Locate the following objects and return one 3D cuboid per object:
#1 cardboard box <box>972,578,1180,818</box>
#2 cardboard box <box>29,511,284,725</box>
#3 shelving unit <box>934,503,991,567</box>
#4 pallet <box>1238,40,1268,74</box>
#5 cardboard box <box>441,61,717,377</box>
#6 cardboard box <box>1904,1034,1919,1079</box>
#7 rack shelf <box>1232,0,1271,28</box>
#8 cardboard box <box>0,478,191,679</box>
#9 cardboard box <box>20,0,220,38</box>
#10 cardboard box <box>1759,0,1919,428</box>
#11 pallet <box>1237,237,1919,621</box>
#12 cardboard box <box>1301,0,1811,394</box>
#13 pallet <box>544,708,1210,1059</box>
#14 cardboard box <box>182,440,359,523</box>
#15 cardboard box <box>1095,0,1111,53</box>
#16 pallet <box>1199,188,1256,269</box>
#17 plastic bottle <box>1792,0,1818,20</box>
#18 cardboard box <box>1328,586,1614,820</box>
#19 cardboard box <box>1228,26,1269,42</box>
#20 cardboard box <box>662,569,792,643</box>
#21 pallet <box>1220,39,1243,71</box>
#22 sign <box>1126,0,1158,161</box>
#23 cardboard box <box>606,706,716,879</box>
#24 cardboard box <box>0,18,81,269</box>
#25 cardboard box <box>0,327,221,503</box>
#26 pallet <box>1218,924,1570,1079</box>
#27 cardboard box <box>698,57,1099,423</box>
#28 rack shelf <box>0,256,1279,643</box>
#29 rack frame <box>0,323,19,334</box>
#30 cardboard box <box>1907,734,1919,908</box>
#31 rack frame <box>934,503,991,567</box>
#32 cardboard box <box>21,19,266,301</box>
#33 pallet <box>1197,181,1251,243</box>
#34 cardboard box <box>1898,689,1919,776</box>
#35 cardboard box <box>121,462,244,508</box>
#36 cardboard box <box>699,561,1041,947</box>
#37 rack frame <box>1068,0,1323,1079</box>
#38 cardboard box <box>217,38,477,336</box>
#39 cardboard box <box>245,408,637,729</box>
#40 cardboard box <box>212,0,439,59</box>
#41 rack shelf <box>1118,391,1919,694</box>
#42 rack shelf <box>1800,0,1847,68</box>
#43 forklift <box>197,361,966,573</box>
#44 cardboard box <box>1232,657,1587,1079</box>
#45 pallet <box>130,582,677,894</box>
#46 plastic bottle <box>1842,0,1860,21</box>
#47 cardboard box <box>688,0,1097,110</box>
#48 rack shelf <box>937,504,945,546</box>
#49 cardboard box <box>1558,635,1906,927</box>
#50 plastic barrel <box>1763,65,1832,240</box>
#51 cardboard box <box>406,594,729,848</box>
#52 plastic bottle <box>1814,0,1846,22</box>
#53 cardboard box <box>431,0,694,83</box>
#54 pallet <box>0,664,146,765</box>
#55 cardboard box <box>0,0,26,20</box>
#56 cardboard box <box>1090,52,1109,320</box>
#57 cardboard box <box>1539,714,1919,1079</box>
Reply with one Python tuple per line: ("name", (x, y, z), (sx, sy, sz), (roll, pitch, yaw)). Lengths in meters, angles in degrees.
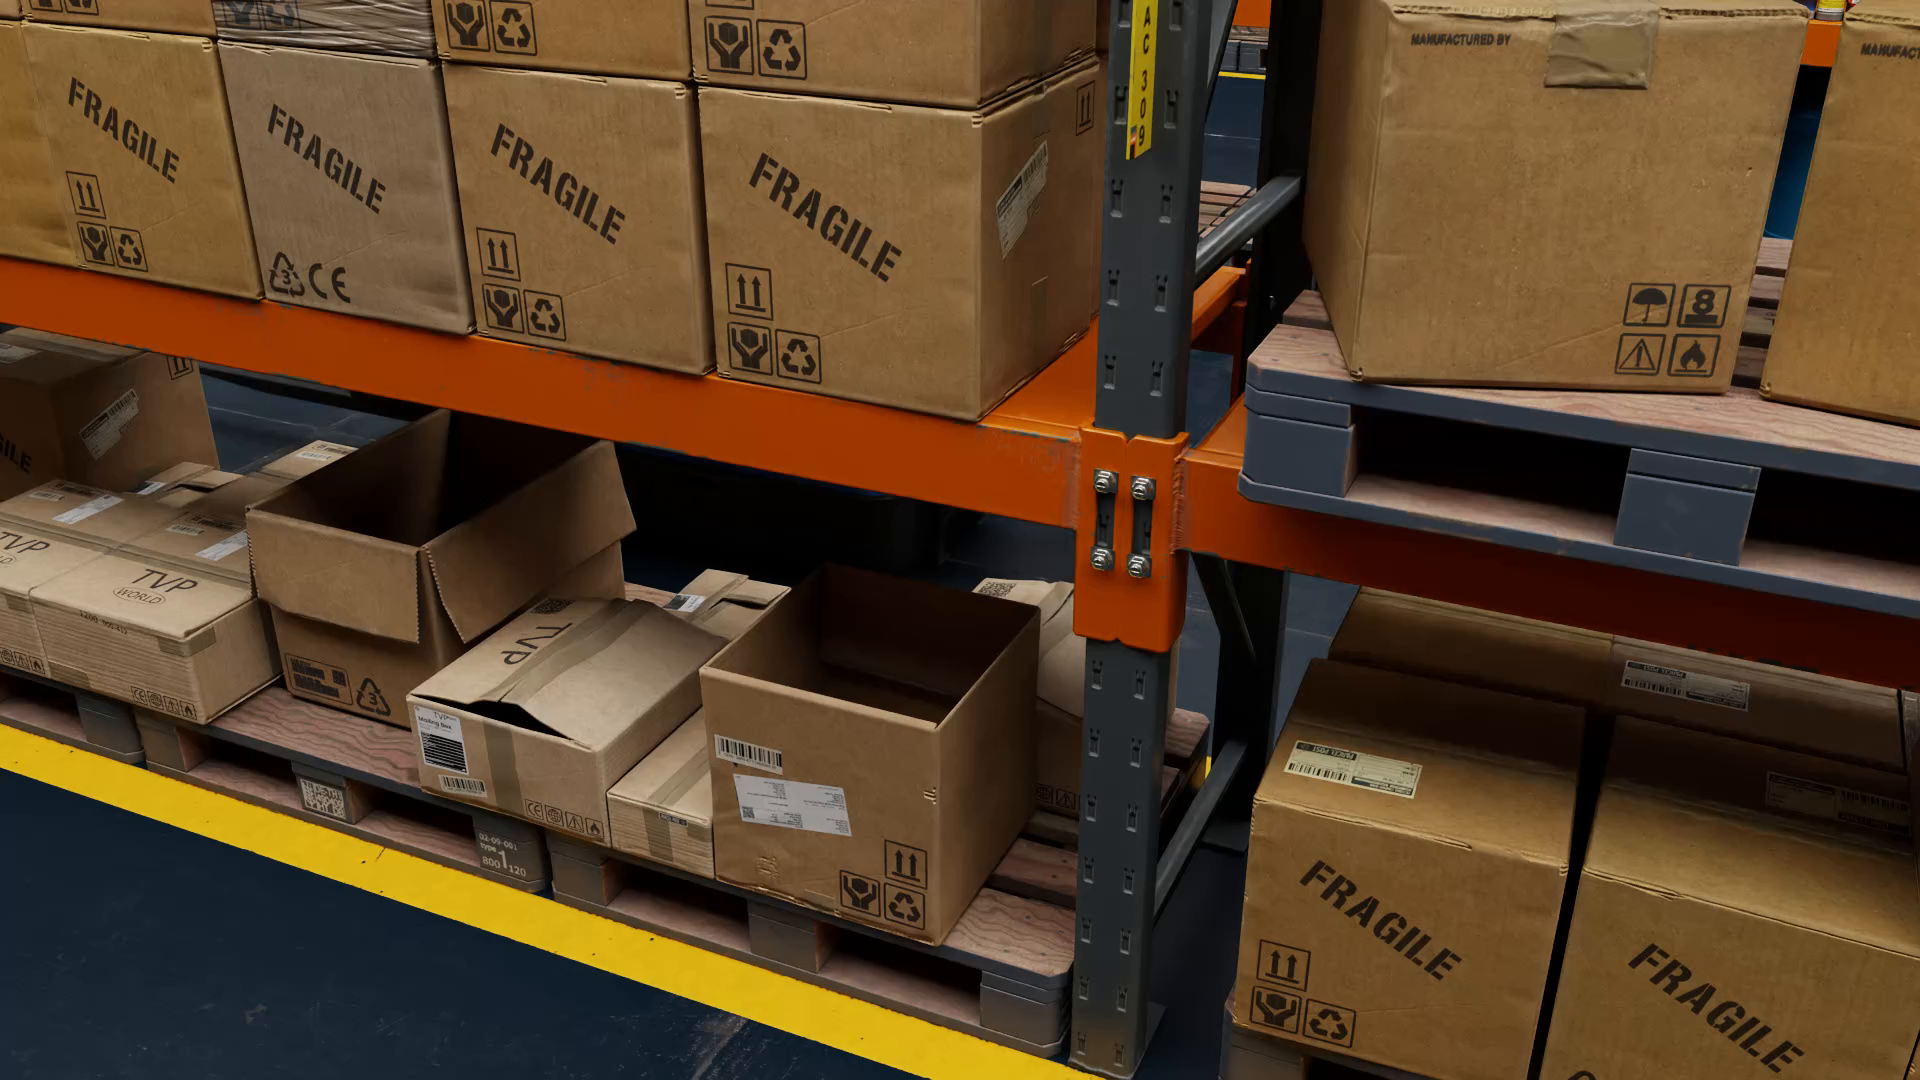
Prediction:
("cardboard box", (0.179, 0.322, 3.747), (0.500, 0.311, 0.500), (11, 28, 22))
("cardboard box", (-1.882, 0.178, 4.108), (0.500, 0.250, 0.500), (11, 28, 22))
("shelving unit", (0.234, -0.895, 4.691), (0.503, 2.100, 0.431), (11, 28, 22))
("pallet", (2.801, -3.648, 12.420), (1.213, 0.211, 1.003), (11, 28, 22))
("cardboard box", (-0.560, -0.650, 3.062), (0.500, 0.500, 0.500), (12, 29, 23))
("cardboard box", (1.753, 0.774, 2.613), (0.500, 0.500, 0.500), (12, 29, 22))
("rack shelf", (0.705, -2.557, 7.863), (4.000, 0.370, 1.077), (11, 28, 22))
("cardboard box", (-2.337, 0.086, 4.294), (0.500, 0.250, 0.500), (11, 28, 22))
("cardboard box", (-1.480, -1.283, 3.214), (0.500, 0.500, 0.500), (11, 28, 21))
("cardboard box", (1.462, -0.480, 2.240), (0.500, 0.500, 0.700), (16, 31, 30))
("pallet", (1.154, -0.247, 2.574), (1.213, 0.211, 1.003), (11, 28, 22))
("cardboard box", (0.810, -0.580, 2.444), (0.500, 0.500, 0.700), (2, 26, 4))
("pallet", (-0.153, 0.602, 3.789), (1.213, 0.211, 1.003), (11, 28, 22))
("cardboard box", (-1.721, -0.032, 4.535), (0.500, 0.250, 0.500), (11, 28, 22))
("cardboard box", (0.159, -1.216, 3.079), (0.500, 0.500, 0.500), (12, 29, 23))
("pallet", (1.840, -1.382, 7.819), (1.213, 0.211, 1.003), (11, 28, 22))
("plastic bottle", (3.216, -2.120, 6.305), (0.097, 0.271, 0.097), (0, 26, 0))
("cardboard box", (1.039, 0.376, 3.423), (0.500, 0.500, 0.500), (11, 28, 22))
("cardboard box", (2.378, -4.221, 12.358), (0.875, 0.875, 0.875), (11, 28, 22))
("cardboard box", (-0.613, 0.232, 4.092), (0.250, 0.166, 0.380), (11, 28, 22))
("pallet", (1.694, -3.872, 12.875), (1.213, 0.211, 1.003), (11, 28, 22))
("sign", (0.254, -0.692, 2.280), (0.005, 0.325, 0.100), (11, 28, 22))
("cardboard box", (-0.531, 0.524, 3.520), (0.250, 0.149, 0.380), (11, 28, 22))
("cardboard box", (-1.948, -0.927, 3.625), (0.500, 0.500, 0.500), (11, 28, 22))
("cardboard box", (-2.573, -0.330, 4.857), (0.500, 0.500, 0.500), (11, 28, 22))
("pallet", (1.227, 0.861, 3.262), (1.213, 0.211, 1.003), (11, 28, 22))
("cardboard box", (-0.090, -0.557, 2.871), (0.500, 0.500, 0.500), (12, 29, 23))
("rack shelf", (-1.349, -0.566, 3.819), (4.000, 0.370, 1.077), (11, 28, 22))
("rack frame", (-3.170, -1.255, 4.403), (0.127, 3.000, 1.000), (11, 28, 22))
("cardboard box", (1.721, 0.433, 2.457), (0.500, 0.250, 0.500), (11, 28, 22))
("rack frame", (0.012, -0.940, 4.782), (0.015, 2.100, 0.400), (11, 28, 22))
("cardboard box", (-1.493, -0.835, 3.438), (0.500, 0.500, 0.500), (12, 29, 22))
("pallet", (0.725, -1.605, 8.270), (1.213, 0.211, 1.003), (11, 28, 22))
("cardboard box", (1.942, 0.561, 3.046), (0.500, 0.500, 0.500), (12, 29, 22))
("cardboard box", (-2.242, -0.070, 4.707), (0.250, 0.166, 0.380), (11, 28, 22))
("cardboard box", (-0.165, 0.411, 3.352), (0.500, 0.500, 0.500), (11, 28, 22))
("rack frame", (0.471, -0.523, 2.917), (0.127, 3.000, 1.000), (11, 28, 22))
("cardboard box", (-1.028, -0.743, 3.251), (0.500, 0.500, 0.500), (12, 29, 23))
("cardboard box", (-1.241, 0.058, 4.065), (0.637, 0.503, 0.797), (11, 28, 22))
("cardboard box", (-1.022, -1.190, 3.026), (0.500, 0.500, 0.500), (12, 28, 22))
("rack shelf", (2.292, 0.165, 2.333), (4.000, 0.370, 1.077), (11, 28, 22))
("rack shelf", (4.346, -1.826, 6.377), (4.000, 0.370, 1.077), (11, 28, 22))
("forklift", (-1.355, -1.624, 5.231), (3.031, 2.935, 1.130), (11, 28, 22))
("cardboard box", (0.811, 0.587, 2.994), (0.500, 0.500, 0.500), (10, 28, 19))
("pallet", (-1.268, 0.379, 4.241), (1.213, 0.211, 1.003), (11, 28, 22))
("plastic bottle", (3.393, -2.053, 6.248), (0.097, 0.201, 0.097), (0, 26, 0))
("cardboard box", (-0.096, -1.005, 2.651), (0.500, 0.500, 0.500), (12, 28, 22))
("rack shelf", (0.234, -0.255, 5.006), (0.480, 0.518, 0.431), (11, 28, 22))
("cardboard box", (1.486, 0.469, 3.233), (0.500, 0.500, 0.500), (11, 28, 22))
("plastic barrel", (3.658, -1.526, 6.853), (0.708, 0.901, 0.600), (11, 28, 22))
("cardboard box", (-0.847, 0.358, 3.672), (0.500, 0.311, 0.500), (11, 28, 22))
("plastic bottle", (3.305, -2.071, 6.285), (0.097, 0.201, 0.097), (0, 26, 0))
("cardboard box", (-0.564, -1.098, 2.839), (0.500, 0.500, 0.500), (11, 28, 21))
("pallet", (-2.375, 0.156, 4.695), (1.213, 0.211, 1.003), (11, 28, 22))
("cardboard box", (-1.943, -1.375, 3.402), (0.500, 0.500, 0.500), (12, 29, 23))
("cardboard box", (0.120, -0.771, 3.307), (0.500, 0.500, 0.500), (12, 29, 23))
("cardboard box", (1.301, 0.680, 2.805), (0.500, 0.500, 0.500), (12, 29, 23))
